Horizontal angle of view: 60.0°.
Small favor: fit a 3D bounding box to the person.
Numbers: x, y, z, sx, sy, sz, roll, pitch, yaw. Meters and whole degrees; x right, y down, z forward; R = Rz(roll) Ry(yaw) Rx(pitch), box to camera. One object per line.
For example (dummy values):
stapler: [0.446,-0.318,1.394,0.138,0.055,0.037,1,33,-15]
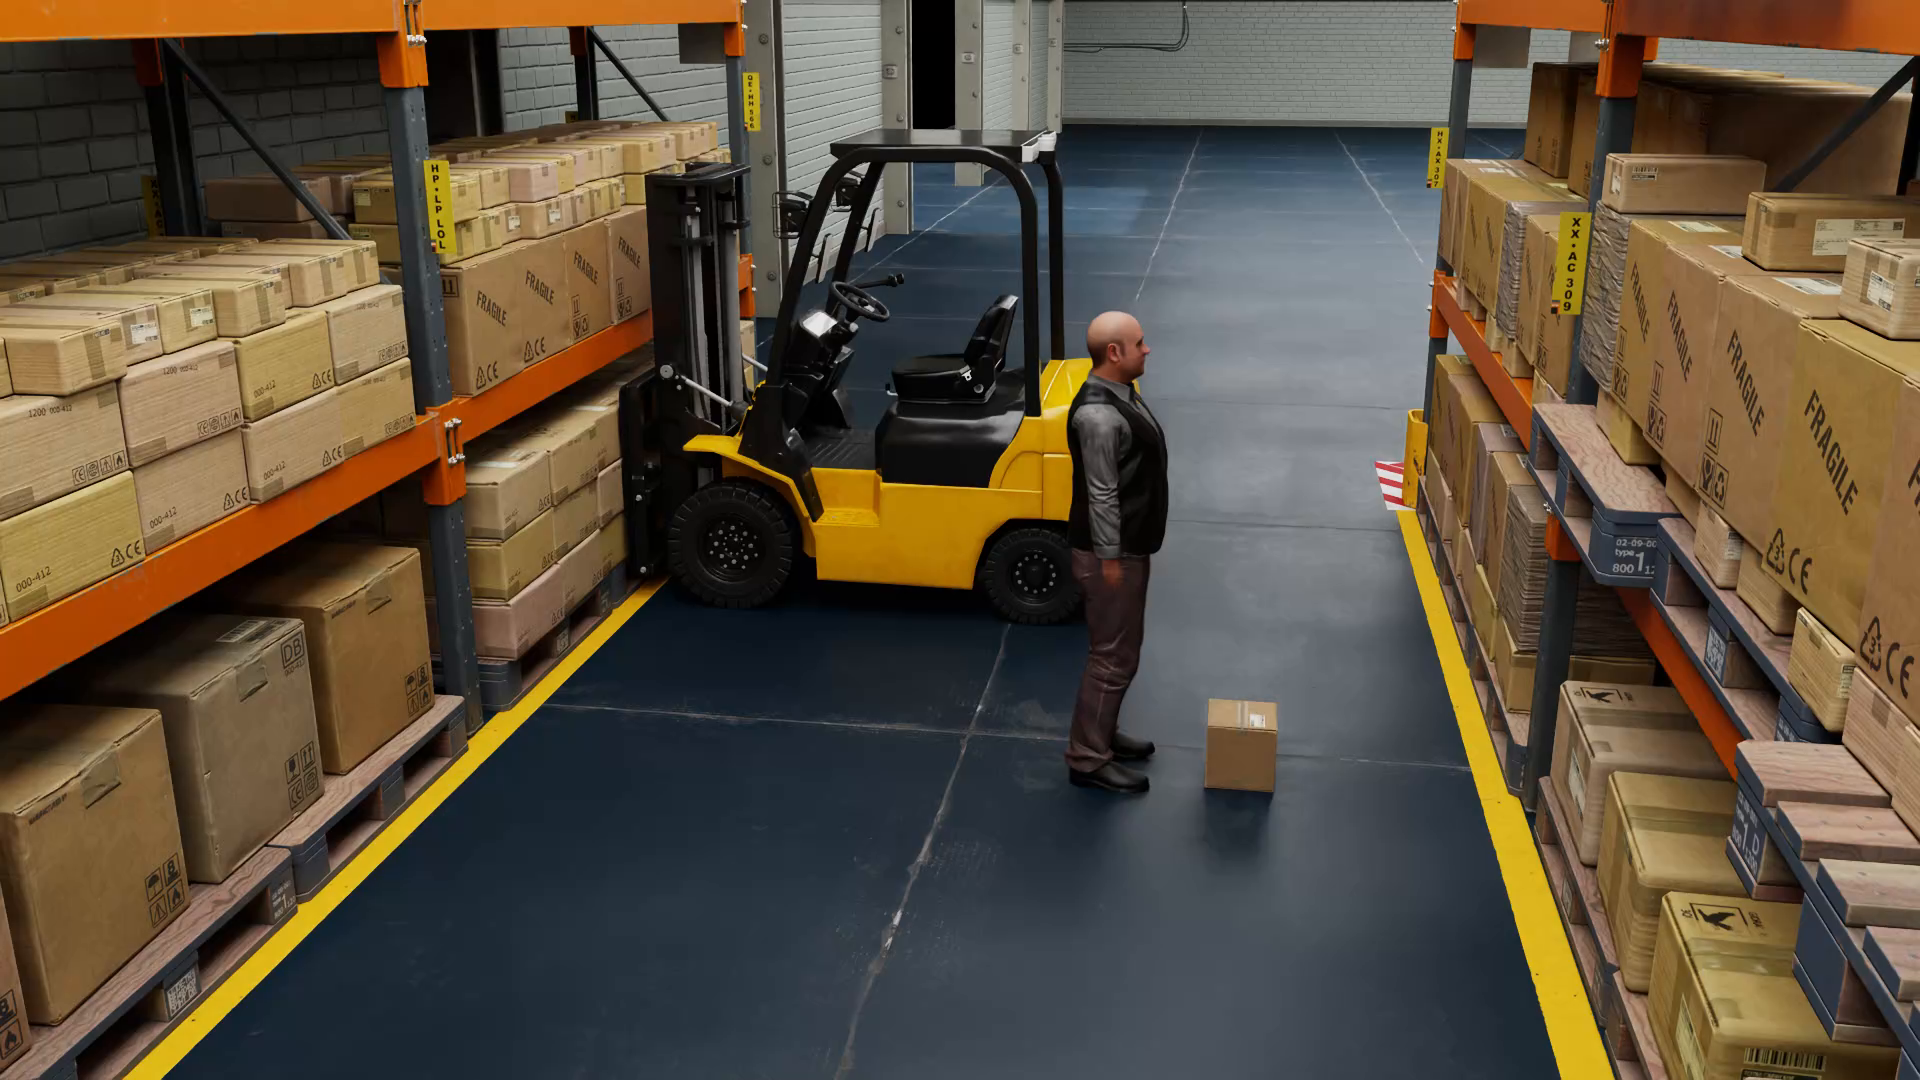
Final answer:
person: [0.565,0.034,6.008,0.358,1.725,0.531,3,18,10]
